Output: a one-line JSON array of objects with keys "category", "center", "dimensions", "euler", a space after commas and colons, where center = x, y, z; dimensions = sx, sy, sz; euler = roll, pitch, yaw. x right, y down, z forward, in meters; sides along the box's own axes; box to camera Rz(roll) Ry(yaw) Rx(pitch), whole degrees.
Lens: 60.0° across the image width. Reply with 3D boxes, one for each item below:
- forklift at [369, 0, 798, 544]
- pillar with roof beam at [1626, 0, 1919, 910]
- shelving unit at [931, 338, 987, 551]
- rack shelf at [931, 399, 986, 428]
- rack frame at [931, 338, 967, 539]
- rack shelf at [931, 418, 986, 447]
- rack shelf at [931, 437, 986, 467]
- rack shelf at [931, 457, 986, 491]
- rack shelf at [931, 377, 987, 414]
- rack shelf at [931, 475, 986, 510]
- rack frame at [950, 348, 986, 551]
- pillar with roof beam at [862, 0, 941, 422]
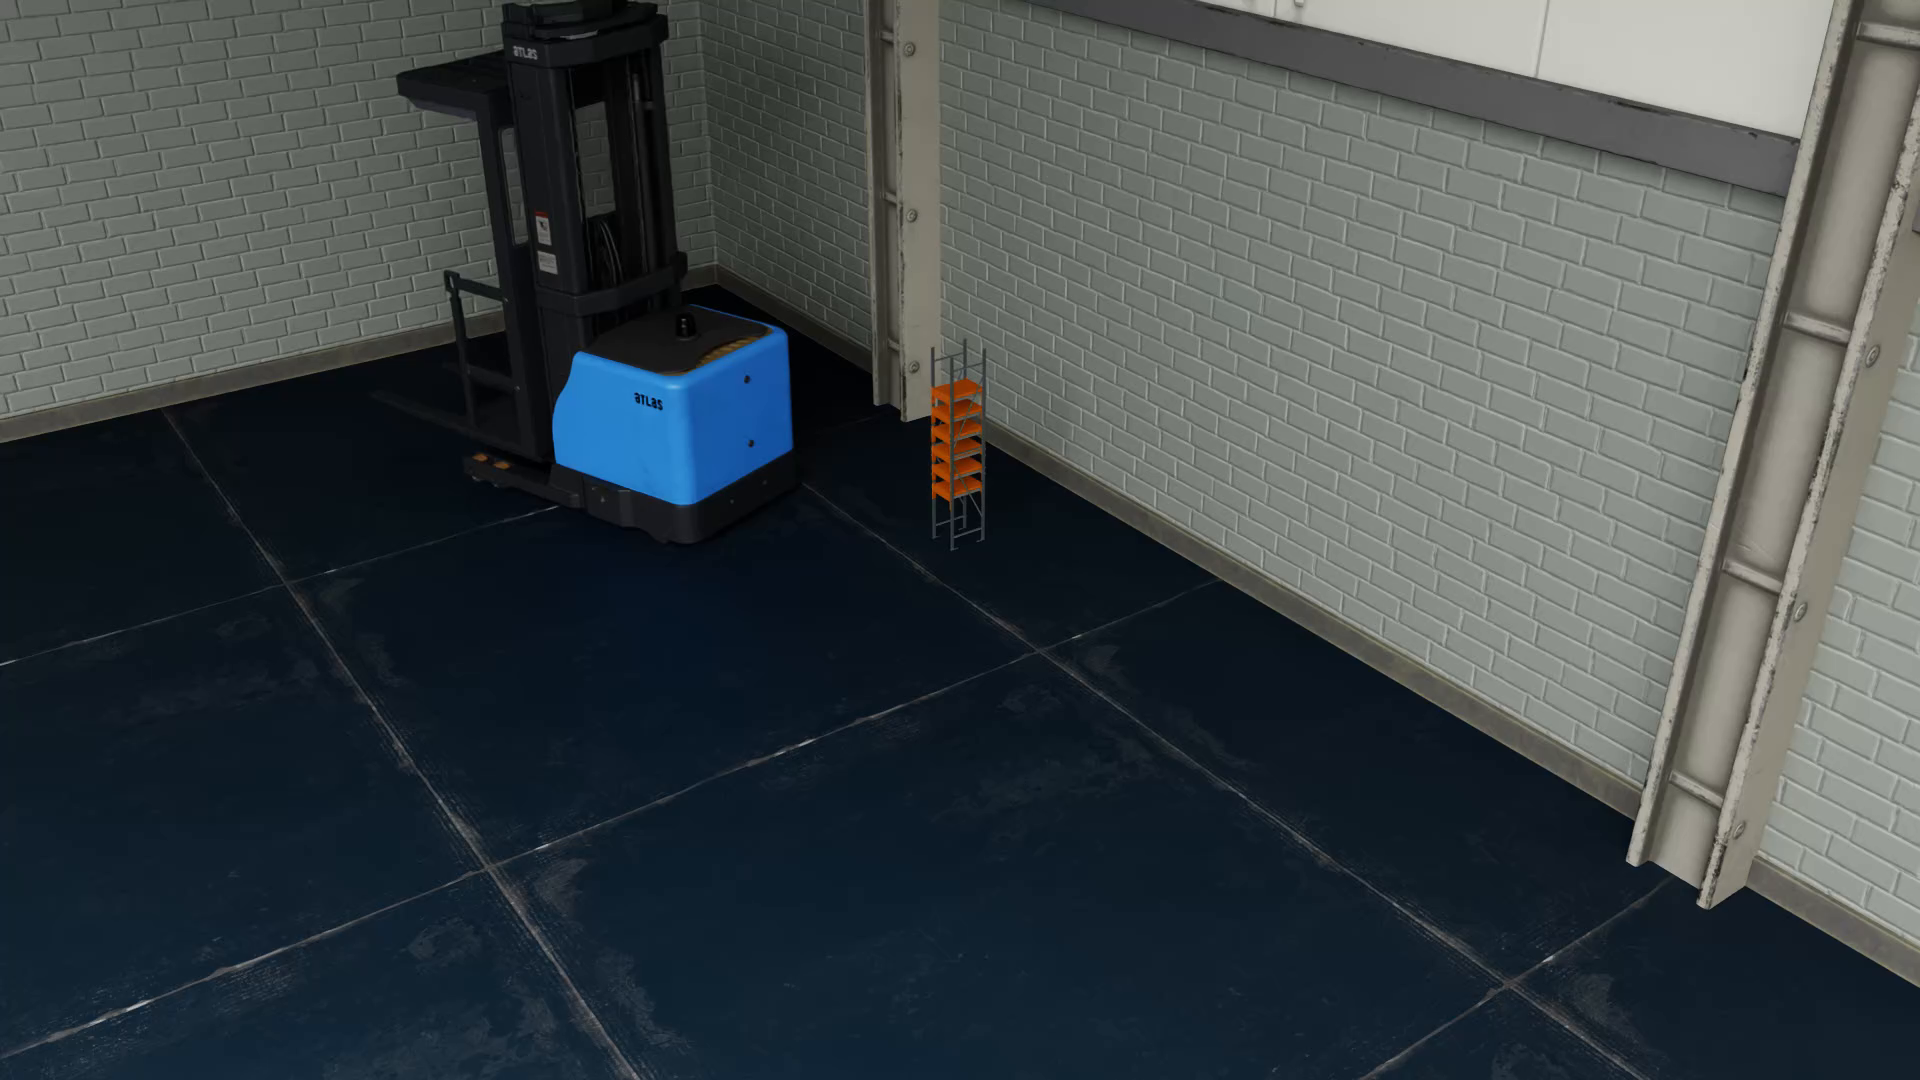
[{"category": "forklift", "center": [-2.503, -1.797, 9.988], "dimensions": [3.031, 2.935, 1.130], "euler": [18, 33, 30]}, {"category": "pillar with roof beam", "center": [-0.389, -1.342, 2.793], "dimensions": [9.100, 9.000, 0.400], "euler": [-19, 34, -31]}, {"category": "shelving unit", "center": [-0.008, -0.533, 9.474], "dimensions": [0.258, 1.200, 0.189], "euler": [-19, 34, -31]}, {"category": "rack shelf", "center": [-0.008, -0.705, 9.381], "dimensions": [0.258, 0.103, 0.180], "euler": [-19, 34, -31]}, {"category": "rack frame", "center": [-0.061, -0.568, 9.540], "dimensions": [0.240, 1.200, 0.006], "euler": [-19, 34, -31]}, {"category": "rack shelf", "center": [-0.008, -0.599, 9.438], "dimensions": [0.258, 0.103, 0.180], "euler": [-19, 34, -31]}, {"category": "rack shelf", "center": [-0.008, -0.494, 9.495], "dimensions": [0.258, 0.103, 0.180], "euler": [-19, 34, -31]}, {"category": "rack shelf", "center": [-0.008, -0.388, 9.552], "dimensions": [0.258, 0.103, 0.180], "euler": [-19, 34, -31]}, {"category": "rack shelf", "center": [-0.008, -0.810, 9.323], "dimensions": [0.258, 0.103, 0.180], "euler": [-19, 34, -31]}, {"category": "rack shelf", "center": [-0.008, -0.283, 9.610], "dimensions": [0.258, 0.103, 0.180], "euler": [-19, 34, -31]}, {"category": "rack frame", "center": [0.045, -0.497, 9.409], "dimensions": [0.240, 1.200, 0.006], "euler": [-19, 34, -31]}, {"category": "pillar with roof beam", "center": [-3.869, -3.675, 7.088], "dimensions": [9.100, 9.000, 0.400], "euler": [-19, 34, -31]}]
